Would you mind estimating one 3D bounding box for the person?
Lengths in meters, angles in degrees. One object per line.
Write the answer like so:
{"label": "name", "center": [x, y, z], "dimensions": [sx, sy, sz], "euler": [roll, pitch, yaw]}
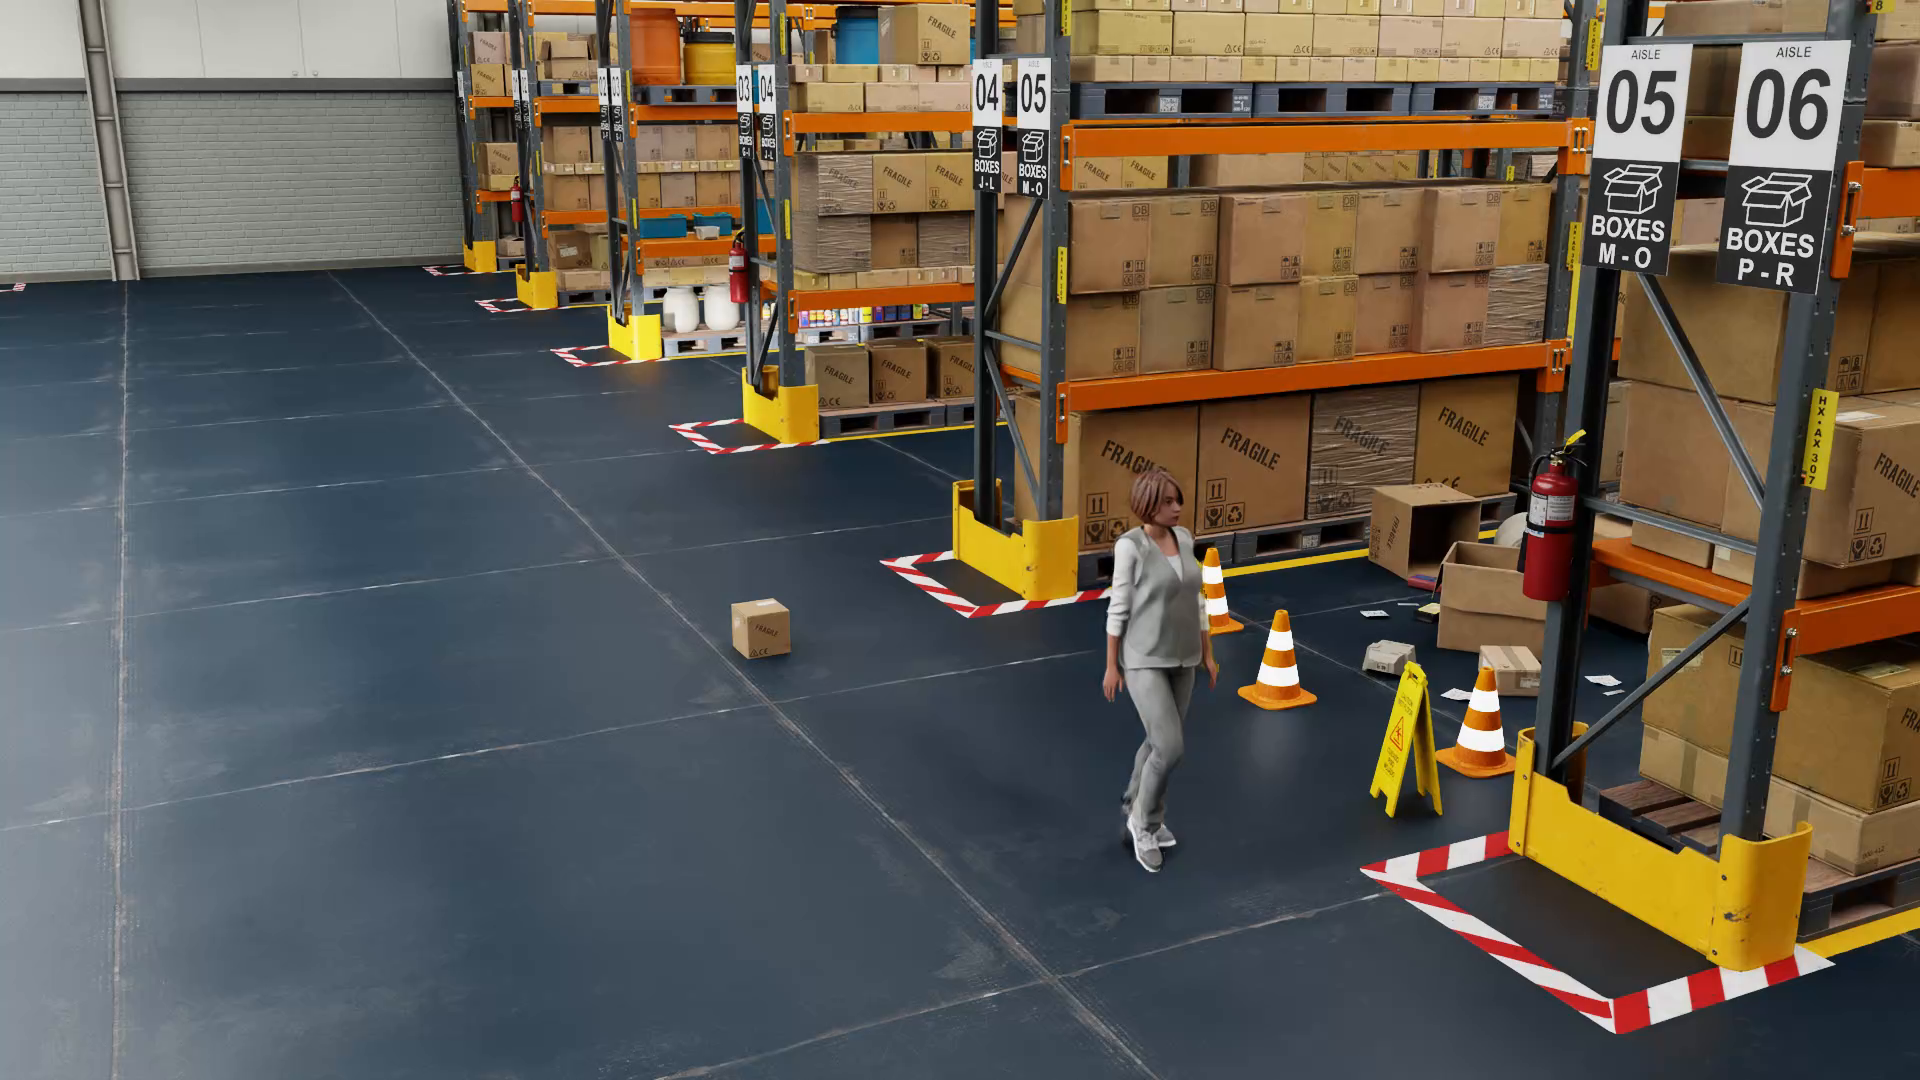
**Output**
{"label": "person", "center": [0.818, 0.522, 6.641], "dimensions": [0.439, 1.611, 0.470], "euler": [-11, 19, -34]}
